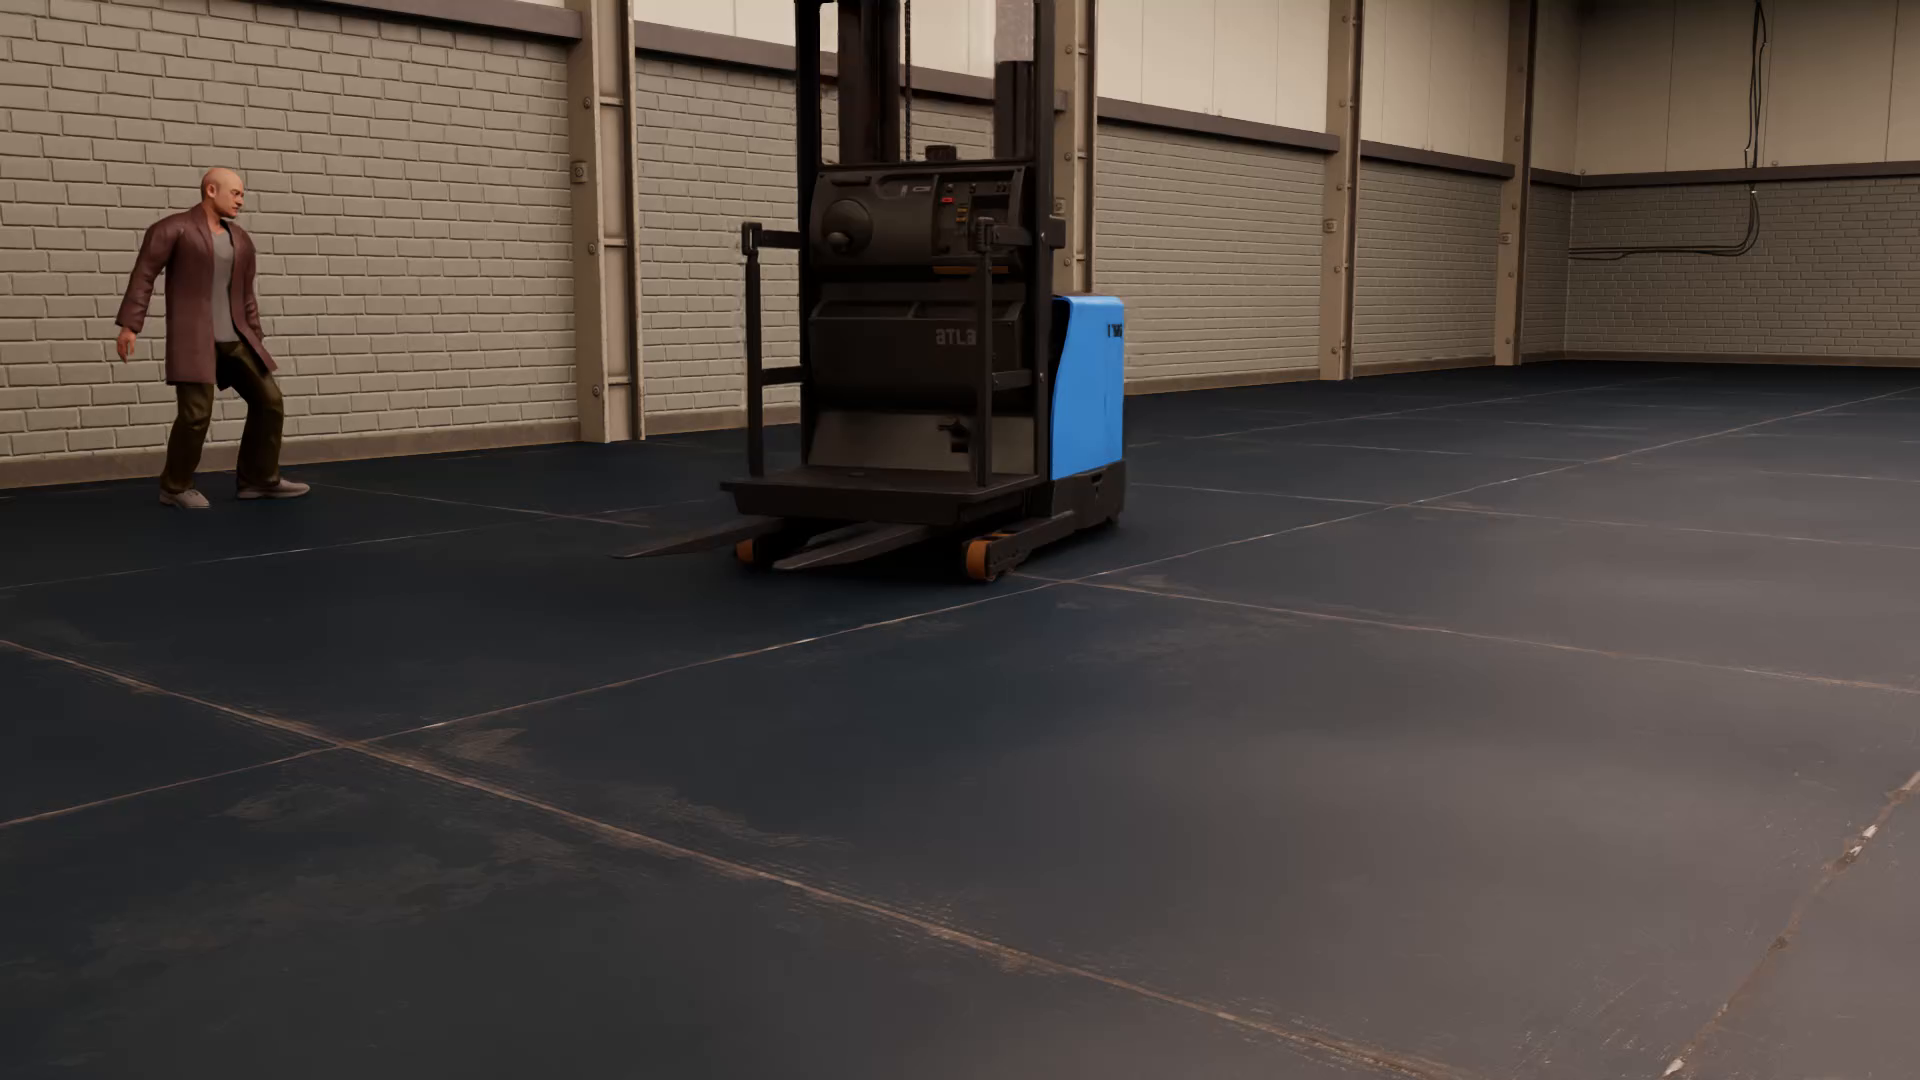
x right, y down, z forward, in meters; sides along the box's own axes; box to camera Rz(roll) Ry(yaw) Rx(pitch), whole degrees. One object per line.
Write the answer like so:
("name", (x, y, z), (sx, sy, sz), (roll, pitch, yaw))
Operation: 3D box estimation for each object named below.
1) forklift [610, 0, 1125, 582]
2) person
("forklift", (-0.261, -1.359, 6.568), (1.130, 2.935, 3.031), (4, 9, 23))
("person", (-3.884, -1.032, 8.597), (0.496, 1.748, 0.927), (5, 10, 32))
